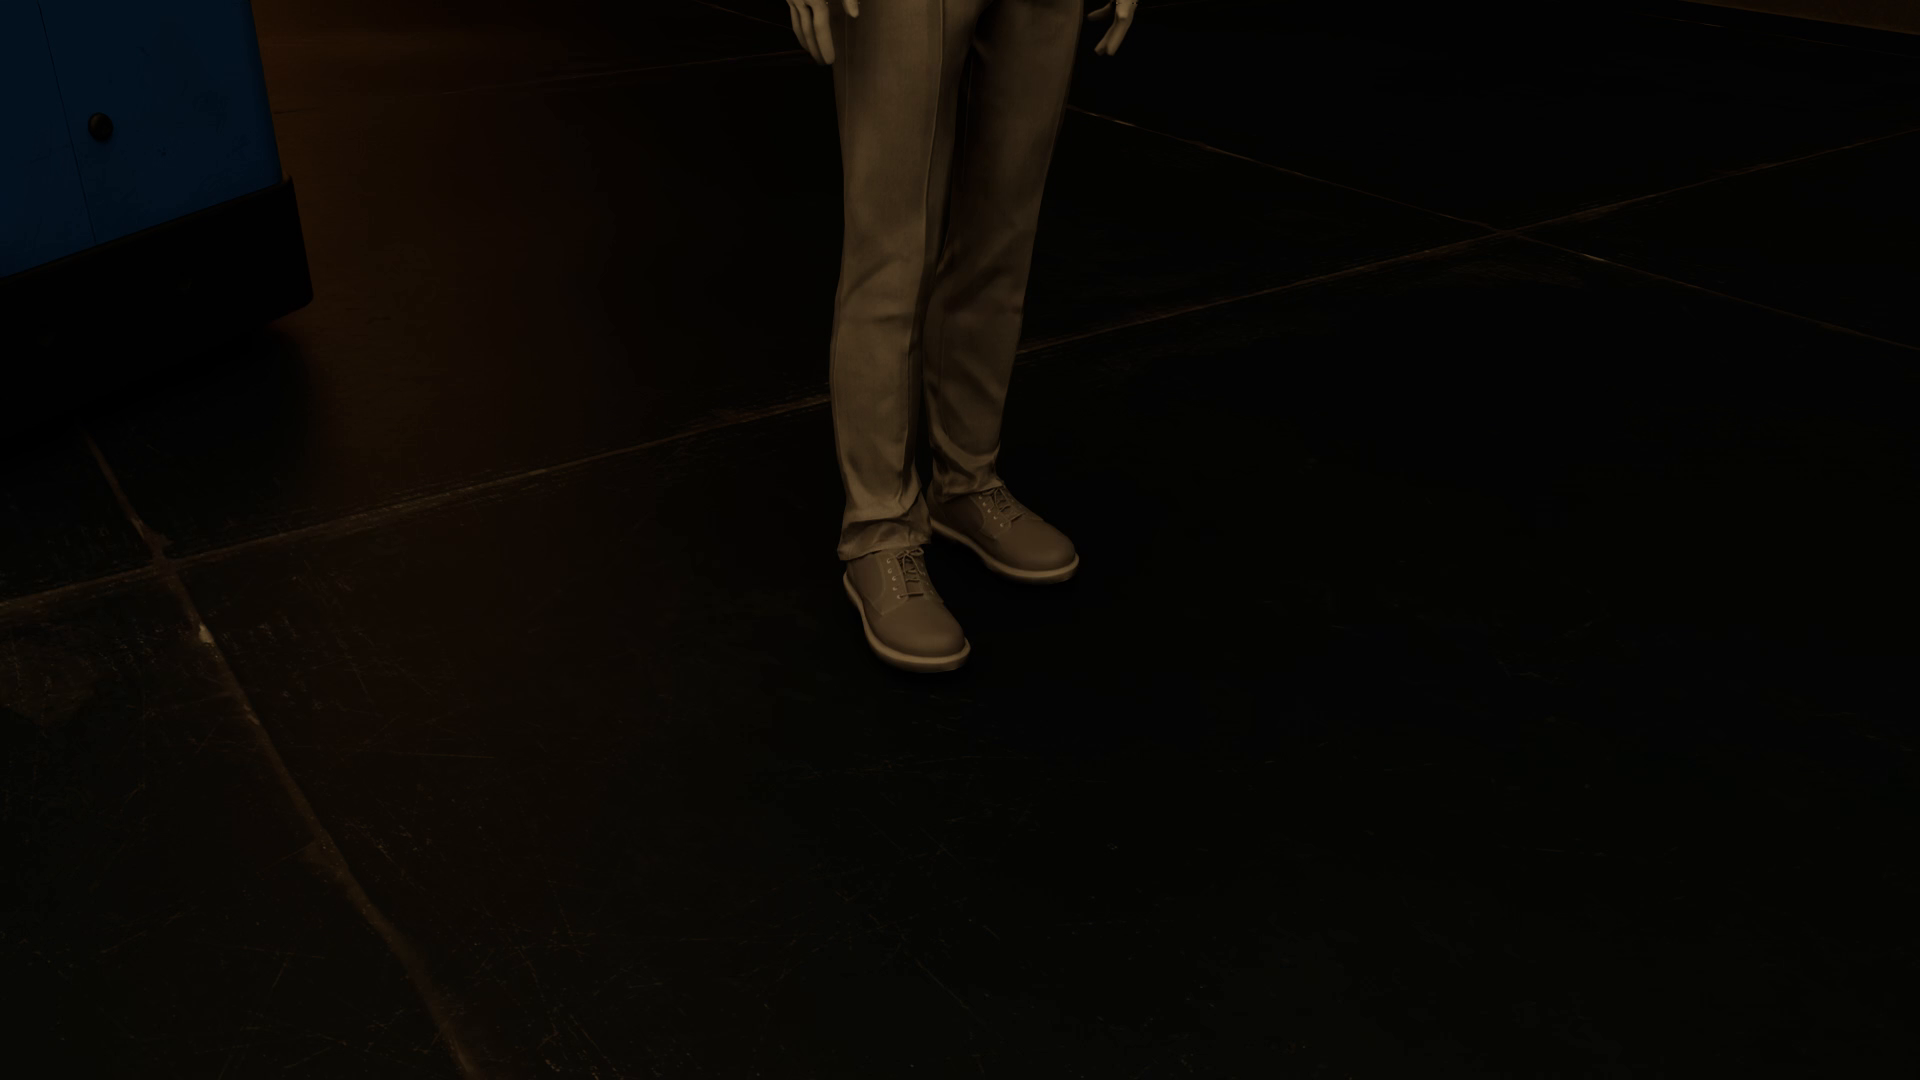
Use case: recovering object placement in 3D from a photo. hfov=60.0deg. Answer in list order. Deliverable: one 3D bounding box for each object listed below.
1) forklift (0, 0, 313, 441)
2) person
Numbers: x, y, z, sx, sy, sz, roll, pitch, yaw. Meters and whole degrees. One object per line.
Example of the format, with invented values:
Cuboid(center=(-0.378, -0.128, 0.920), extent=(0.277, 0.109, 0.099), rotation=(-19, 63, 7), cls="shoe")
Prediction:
Cuboid(center=(-2.848, -1.761, 2.742), extent=(3.031, 2.935, 1.130), rotation=(10, 28, 19), cls="forklift")
Cuboid(center=(0.033, -0.738, 2.064), extent=(0.588, 1.696, 0.533), rotation=(-17, 31, -31), cls="person")
